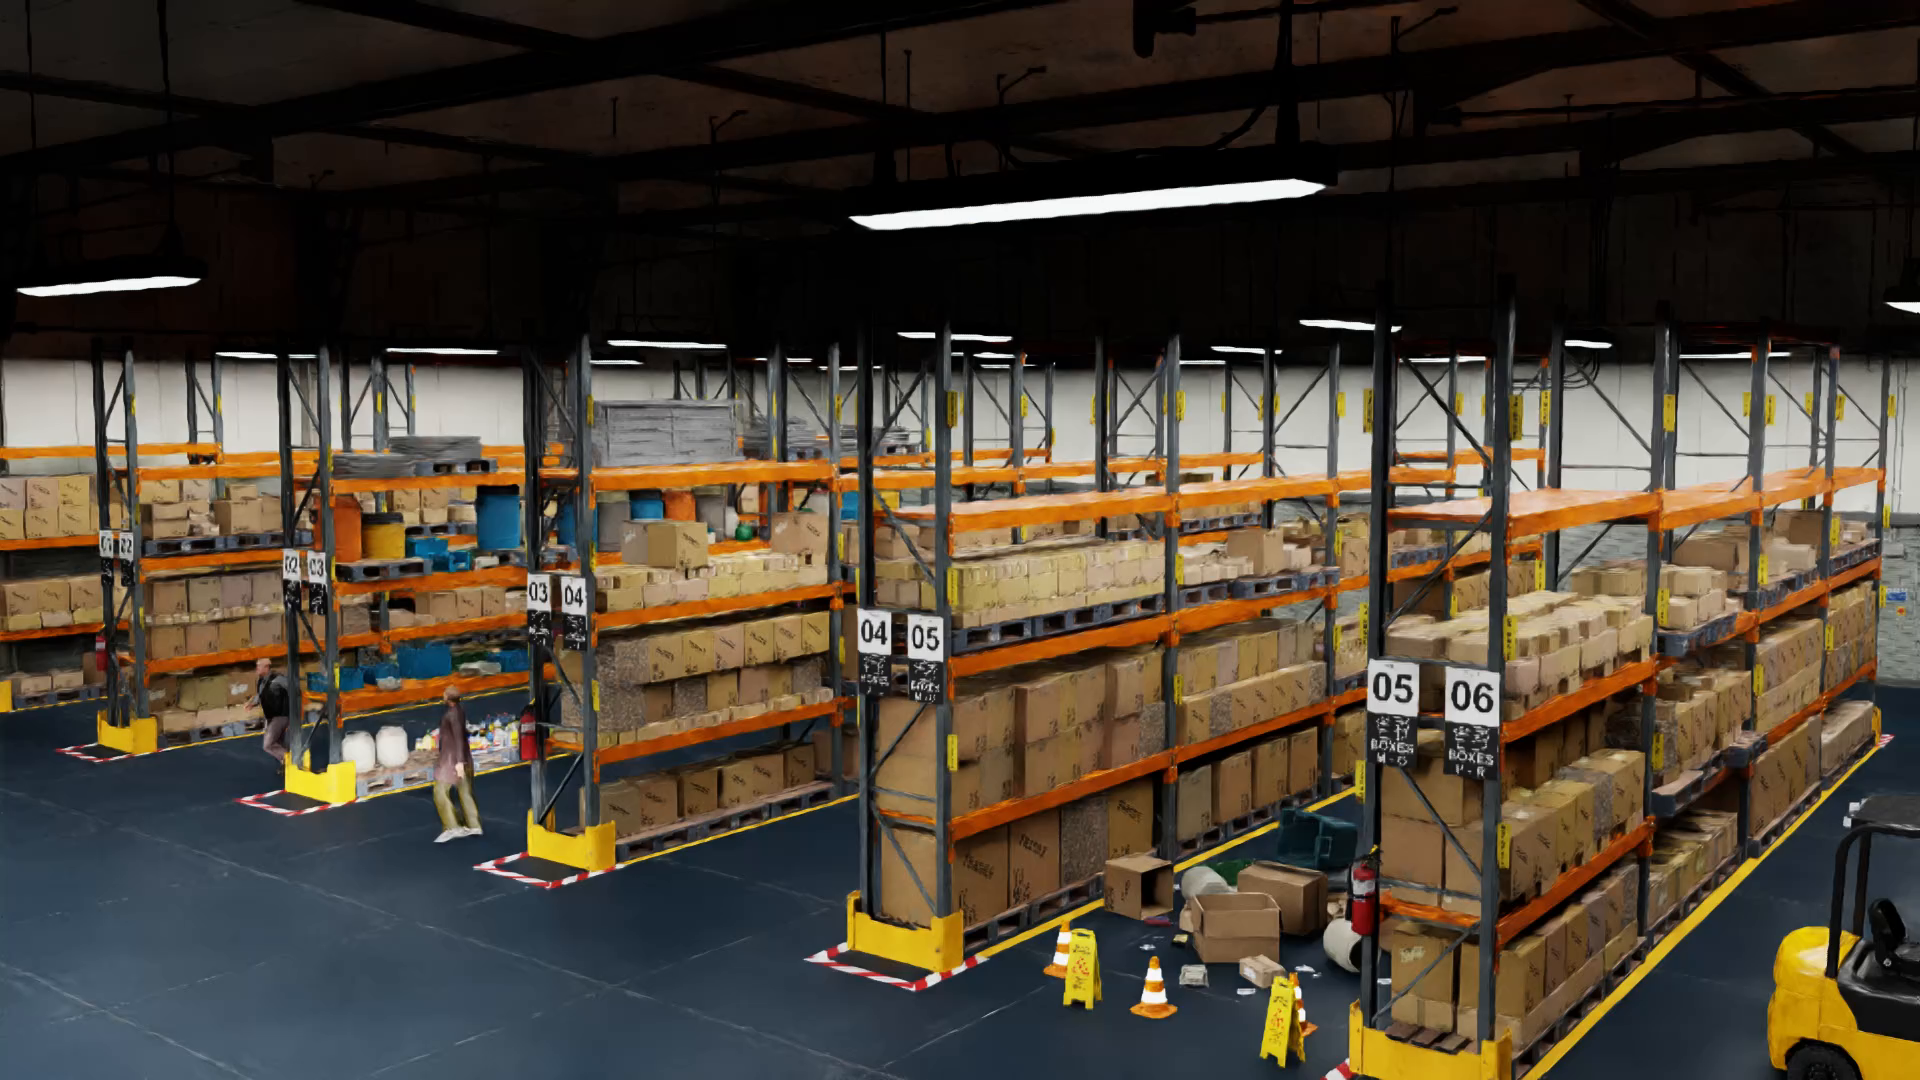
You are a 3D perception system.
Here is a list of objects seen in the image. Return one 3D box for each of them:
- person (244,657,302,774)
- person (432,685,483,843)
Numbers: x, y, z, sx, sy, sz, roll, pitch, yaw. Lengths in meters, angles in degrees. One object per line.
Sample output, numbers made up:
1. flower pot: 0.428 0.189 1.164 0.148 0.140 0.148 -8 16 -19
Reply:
1. person: -9.272 2.392 22.526 0.671 1.650 0.769 5 7 44
2. person: -5.864 2.587 19.407 0.537 1.779 0.687 0 5 0
